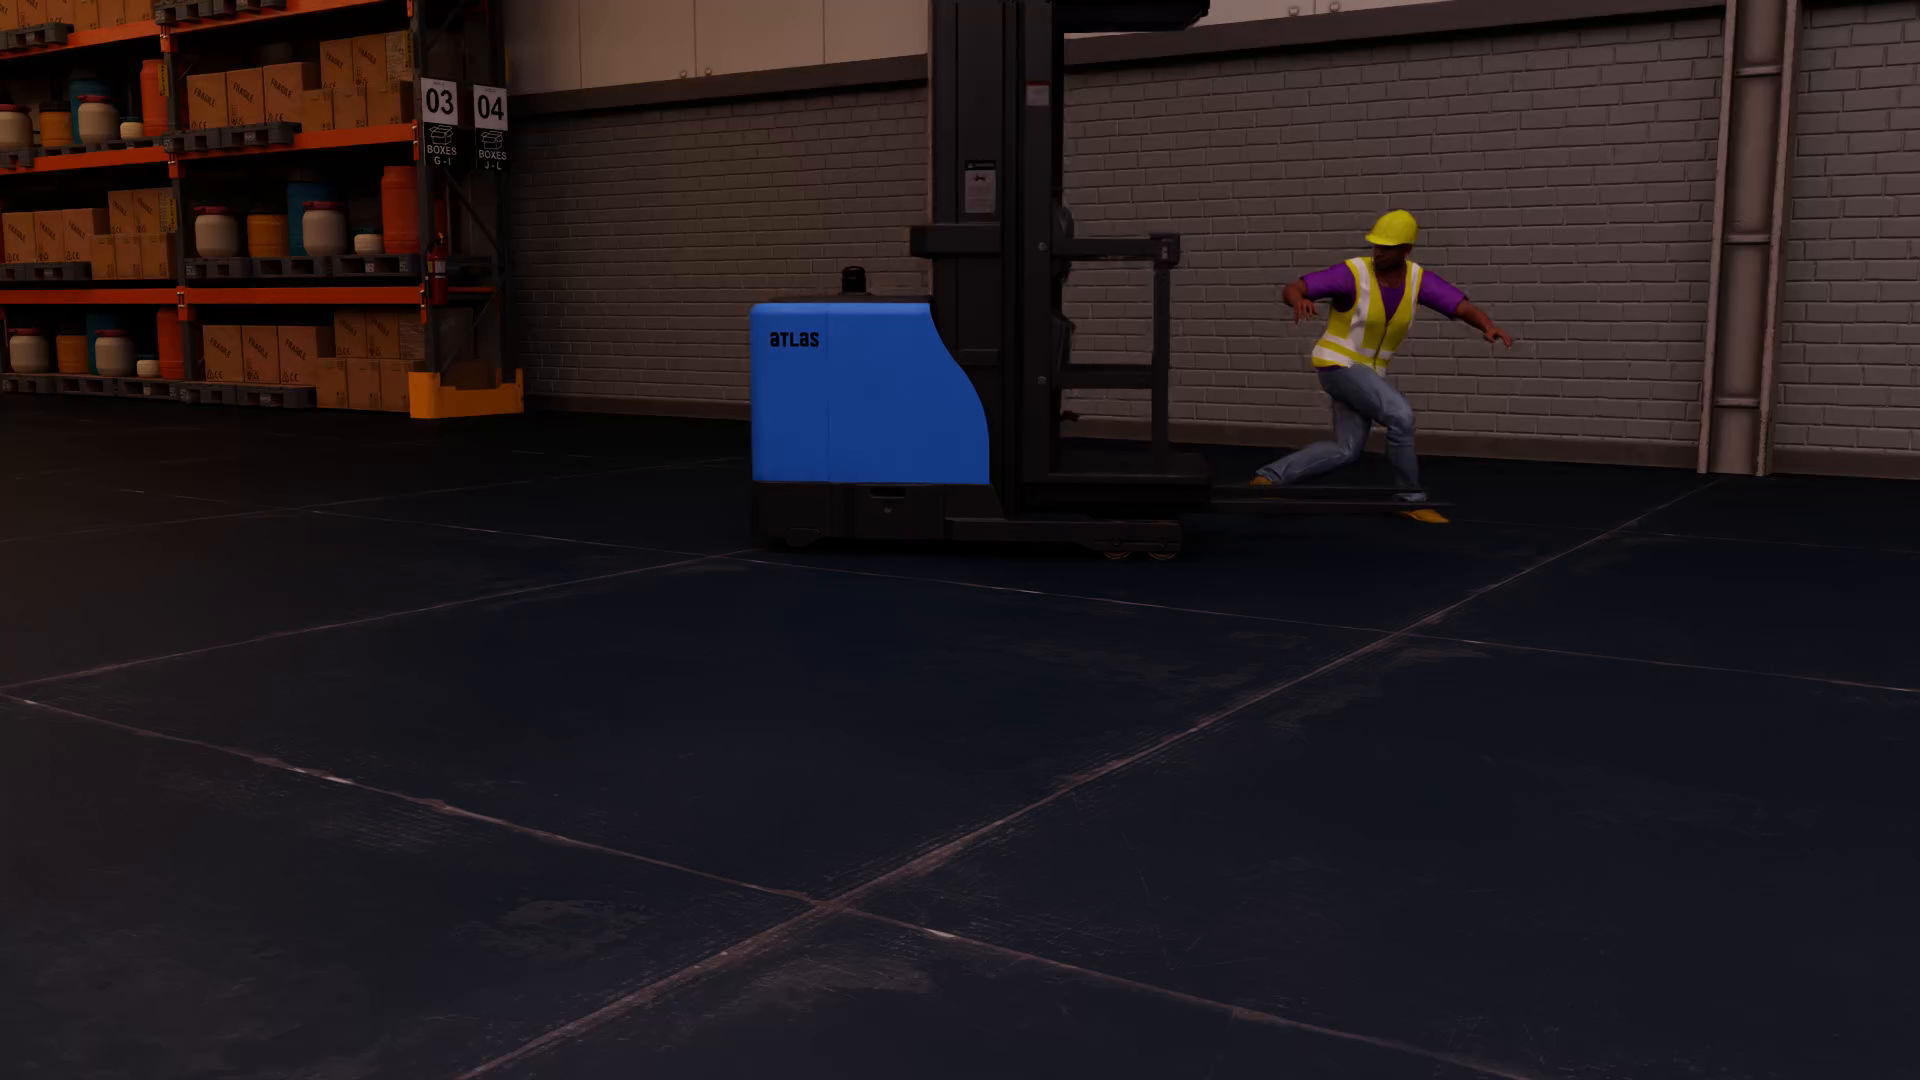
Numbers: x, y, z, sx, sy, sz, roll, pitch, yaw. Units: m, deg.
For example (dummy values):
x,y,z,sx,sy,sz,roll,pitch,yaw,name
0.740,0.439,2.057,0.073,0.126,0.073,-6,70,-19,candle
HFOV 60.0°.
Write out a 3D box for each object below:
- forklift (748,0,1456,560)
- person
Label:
x,y,z,sx,sy,sz,roll,pitch,yaw,name
0.629,-1.445,7.352,3.031,2.935,1.130,1,8,6,forklift
2.031,-0.827,8.113,0.966,1.553,1.166,-7,11,-43,person
